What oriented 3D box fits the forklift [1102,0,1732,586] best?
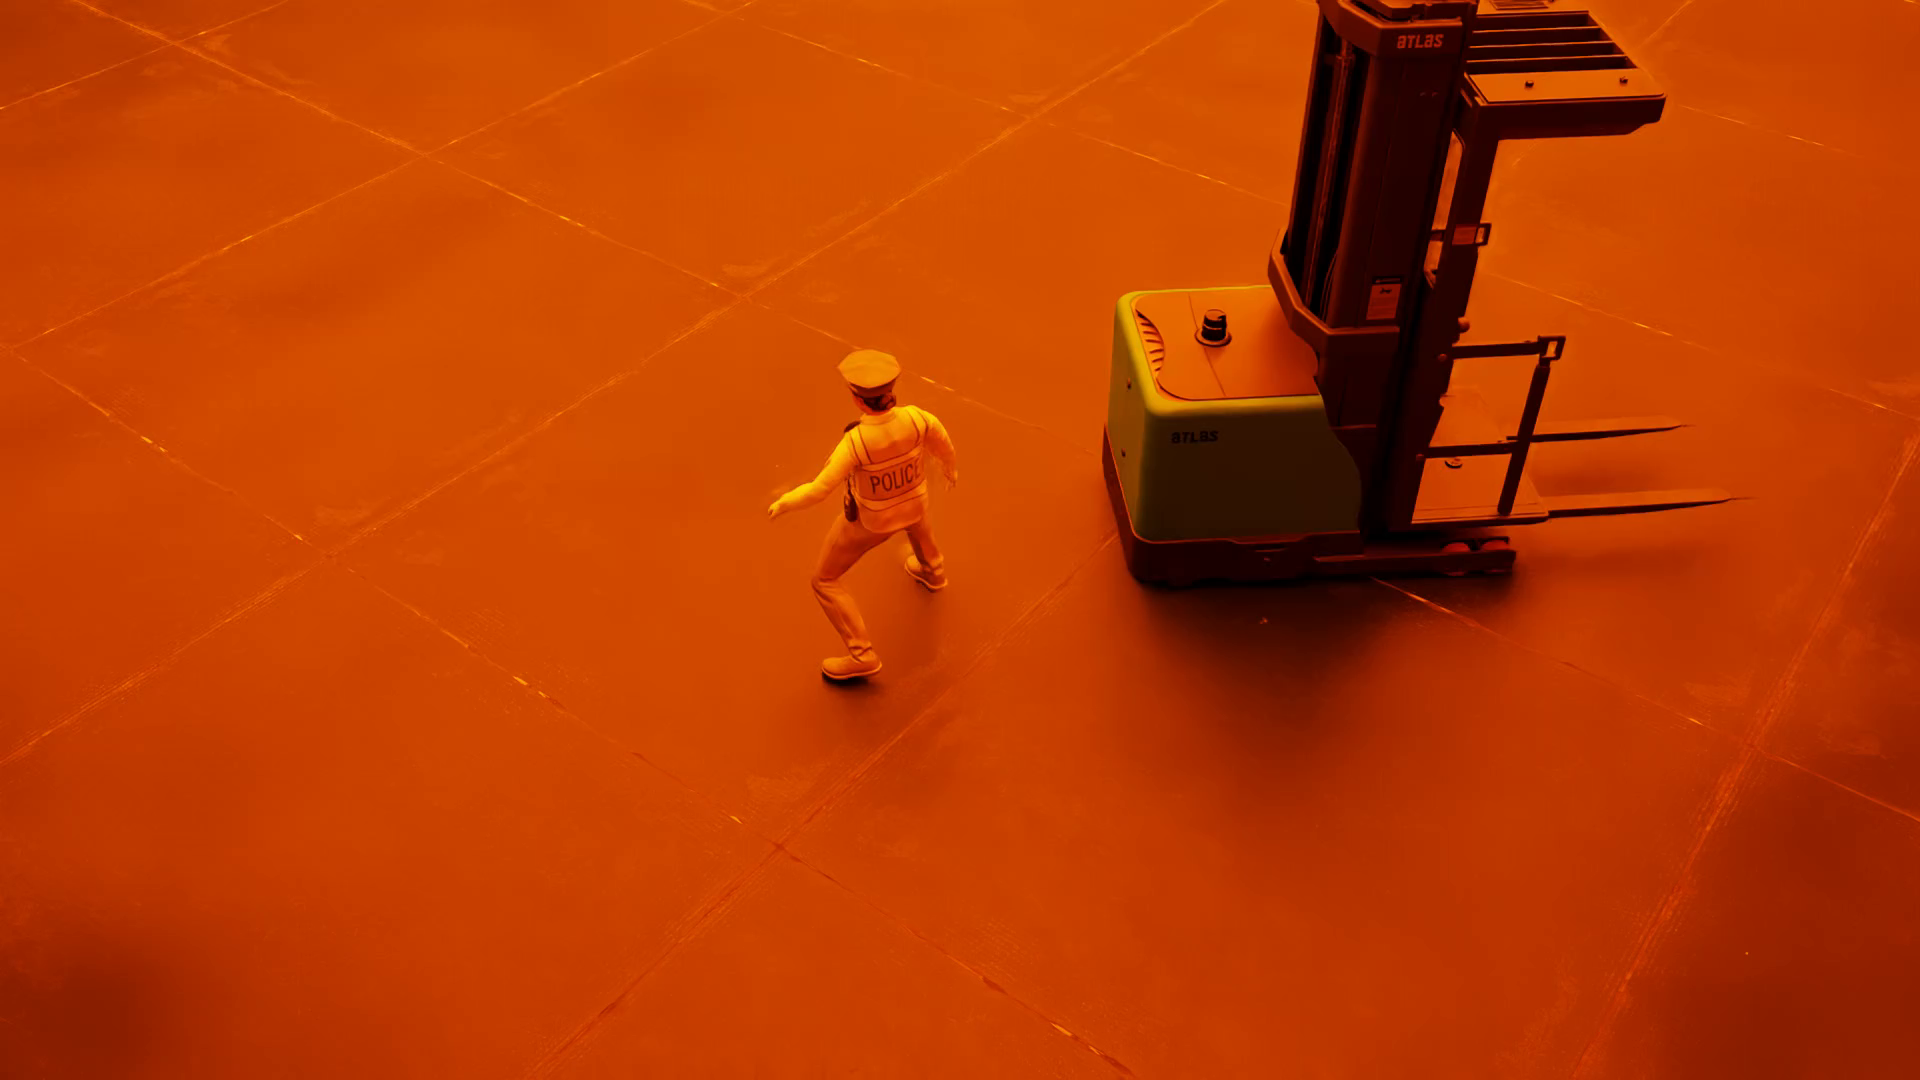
[{"bbox_3d":[2.289,-1.281,7.577,3.031,2.935,1.130,-3,41,-4],"label":"forklift"}]

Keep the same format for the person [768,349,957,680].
[{"bbox_3d":[-0.370,-0.172,7.350,0.880,1.511,0.645,-20,44,-22],"label":"person"}]
